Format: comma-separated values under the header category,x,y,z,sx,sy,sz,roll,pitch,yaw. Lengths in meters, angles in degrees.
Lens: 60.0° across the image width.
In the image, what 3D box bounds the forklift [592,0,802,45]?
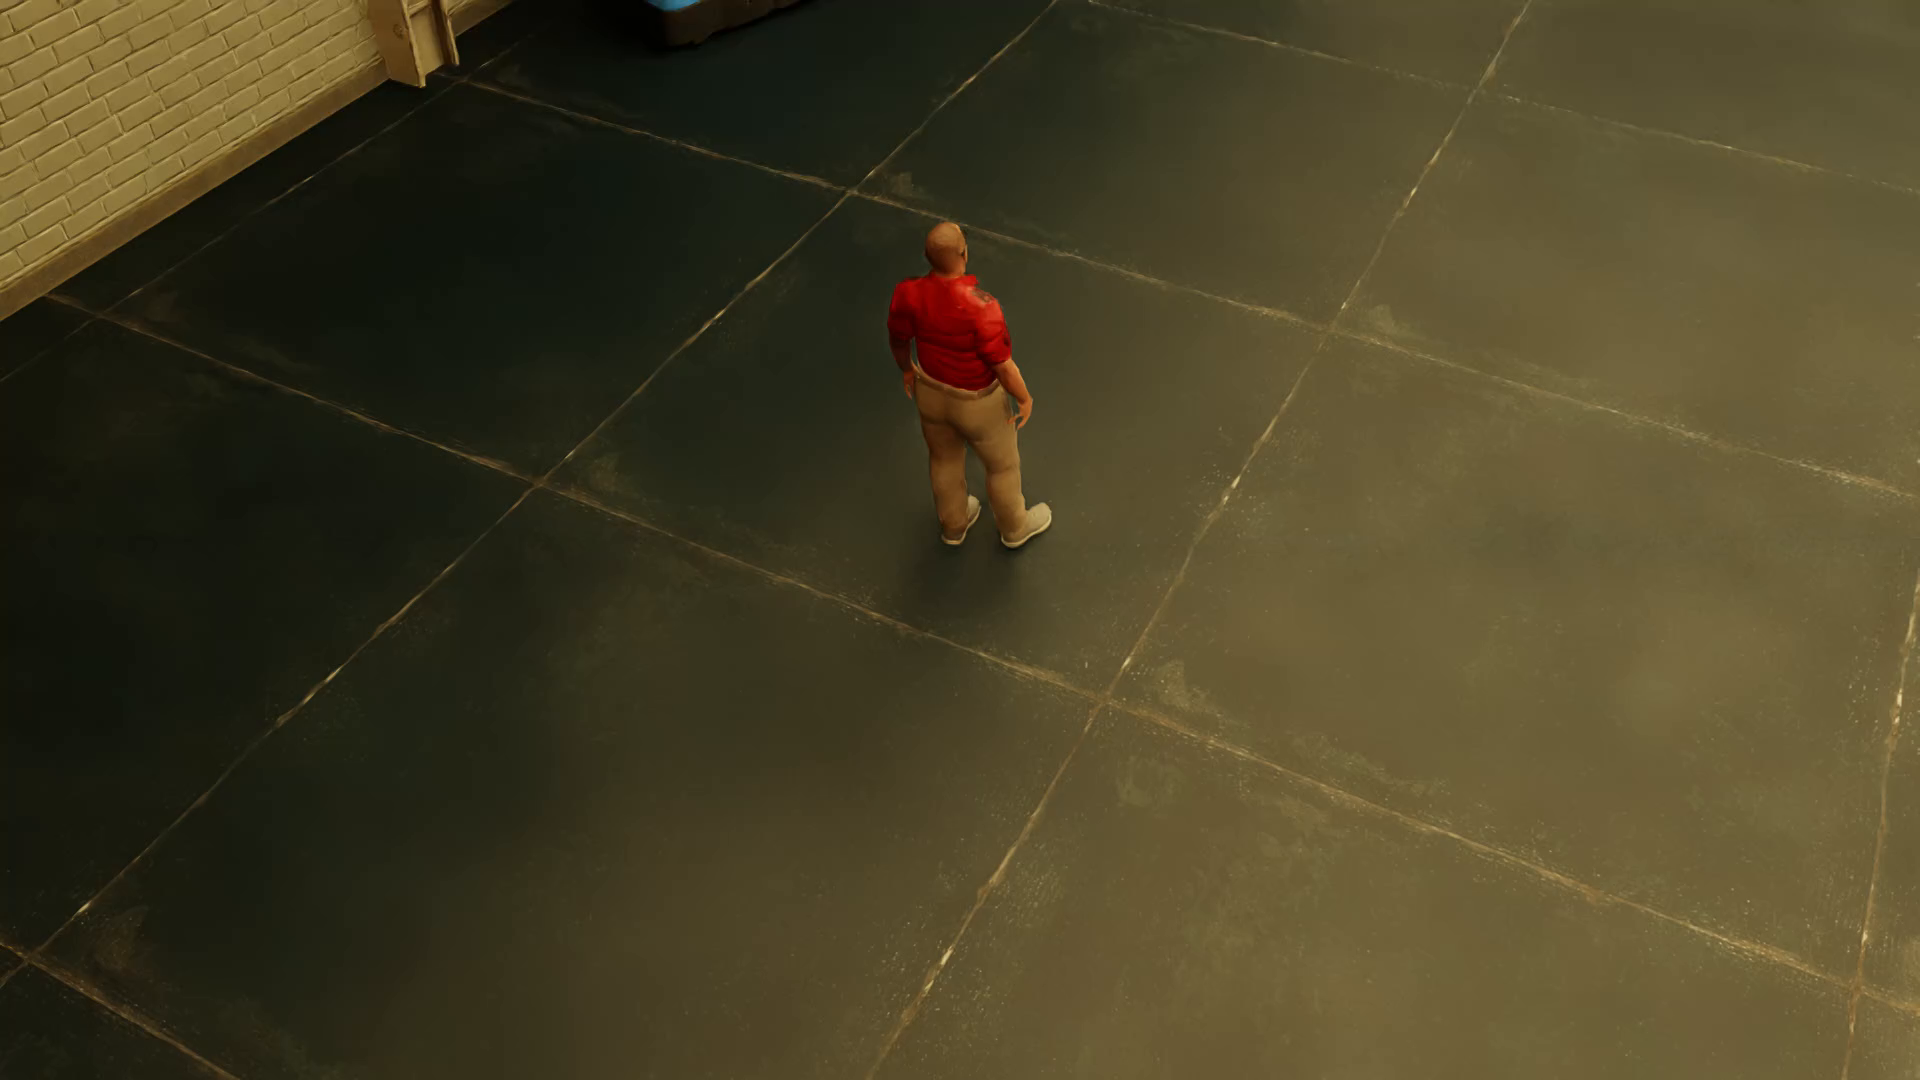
category,x,y,z,sx,sy,sz,roll,pitch,yaw
forklift,-1.177,-5.289,11.268,3.031,2.935,1.130,-32,52,-29

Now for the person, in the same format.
category,x,y,z,sx,sy,sz,roll,pitch,yaw
person,0.052,-0.685,7.247,0.640,1.726,0.550,20,47,20
